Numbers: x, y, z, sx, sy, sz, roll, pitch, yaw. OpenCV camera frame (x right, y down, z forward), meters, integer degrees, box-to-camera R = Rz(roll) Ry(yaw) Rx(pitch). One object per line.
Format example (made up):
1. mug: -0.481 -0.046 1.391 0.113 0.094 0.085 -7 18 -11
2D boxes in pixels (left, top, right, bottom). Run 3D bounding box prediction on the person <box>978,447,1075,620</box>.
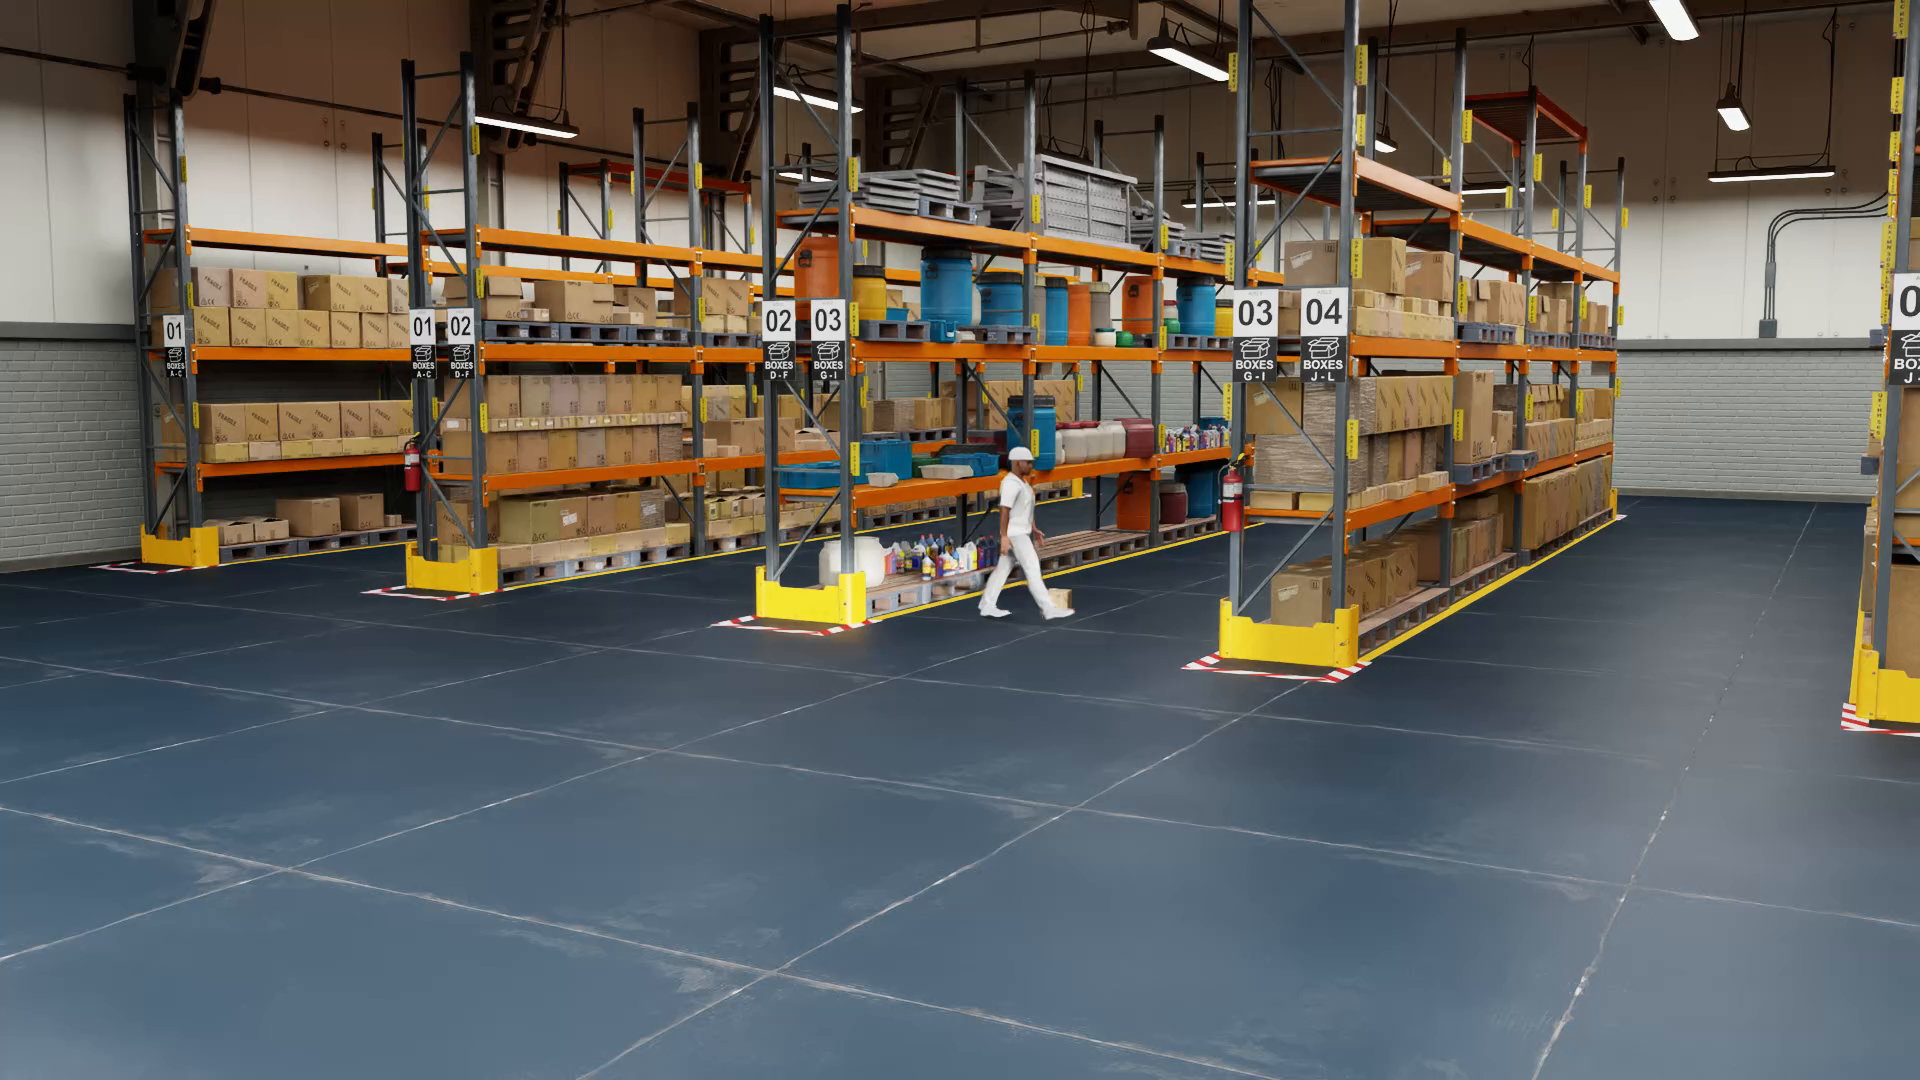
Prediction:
1. person: 0.665 -0.074 16.656 0.989 1.714 0.585 1 6 6
